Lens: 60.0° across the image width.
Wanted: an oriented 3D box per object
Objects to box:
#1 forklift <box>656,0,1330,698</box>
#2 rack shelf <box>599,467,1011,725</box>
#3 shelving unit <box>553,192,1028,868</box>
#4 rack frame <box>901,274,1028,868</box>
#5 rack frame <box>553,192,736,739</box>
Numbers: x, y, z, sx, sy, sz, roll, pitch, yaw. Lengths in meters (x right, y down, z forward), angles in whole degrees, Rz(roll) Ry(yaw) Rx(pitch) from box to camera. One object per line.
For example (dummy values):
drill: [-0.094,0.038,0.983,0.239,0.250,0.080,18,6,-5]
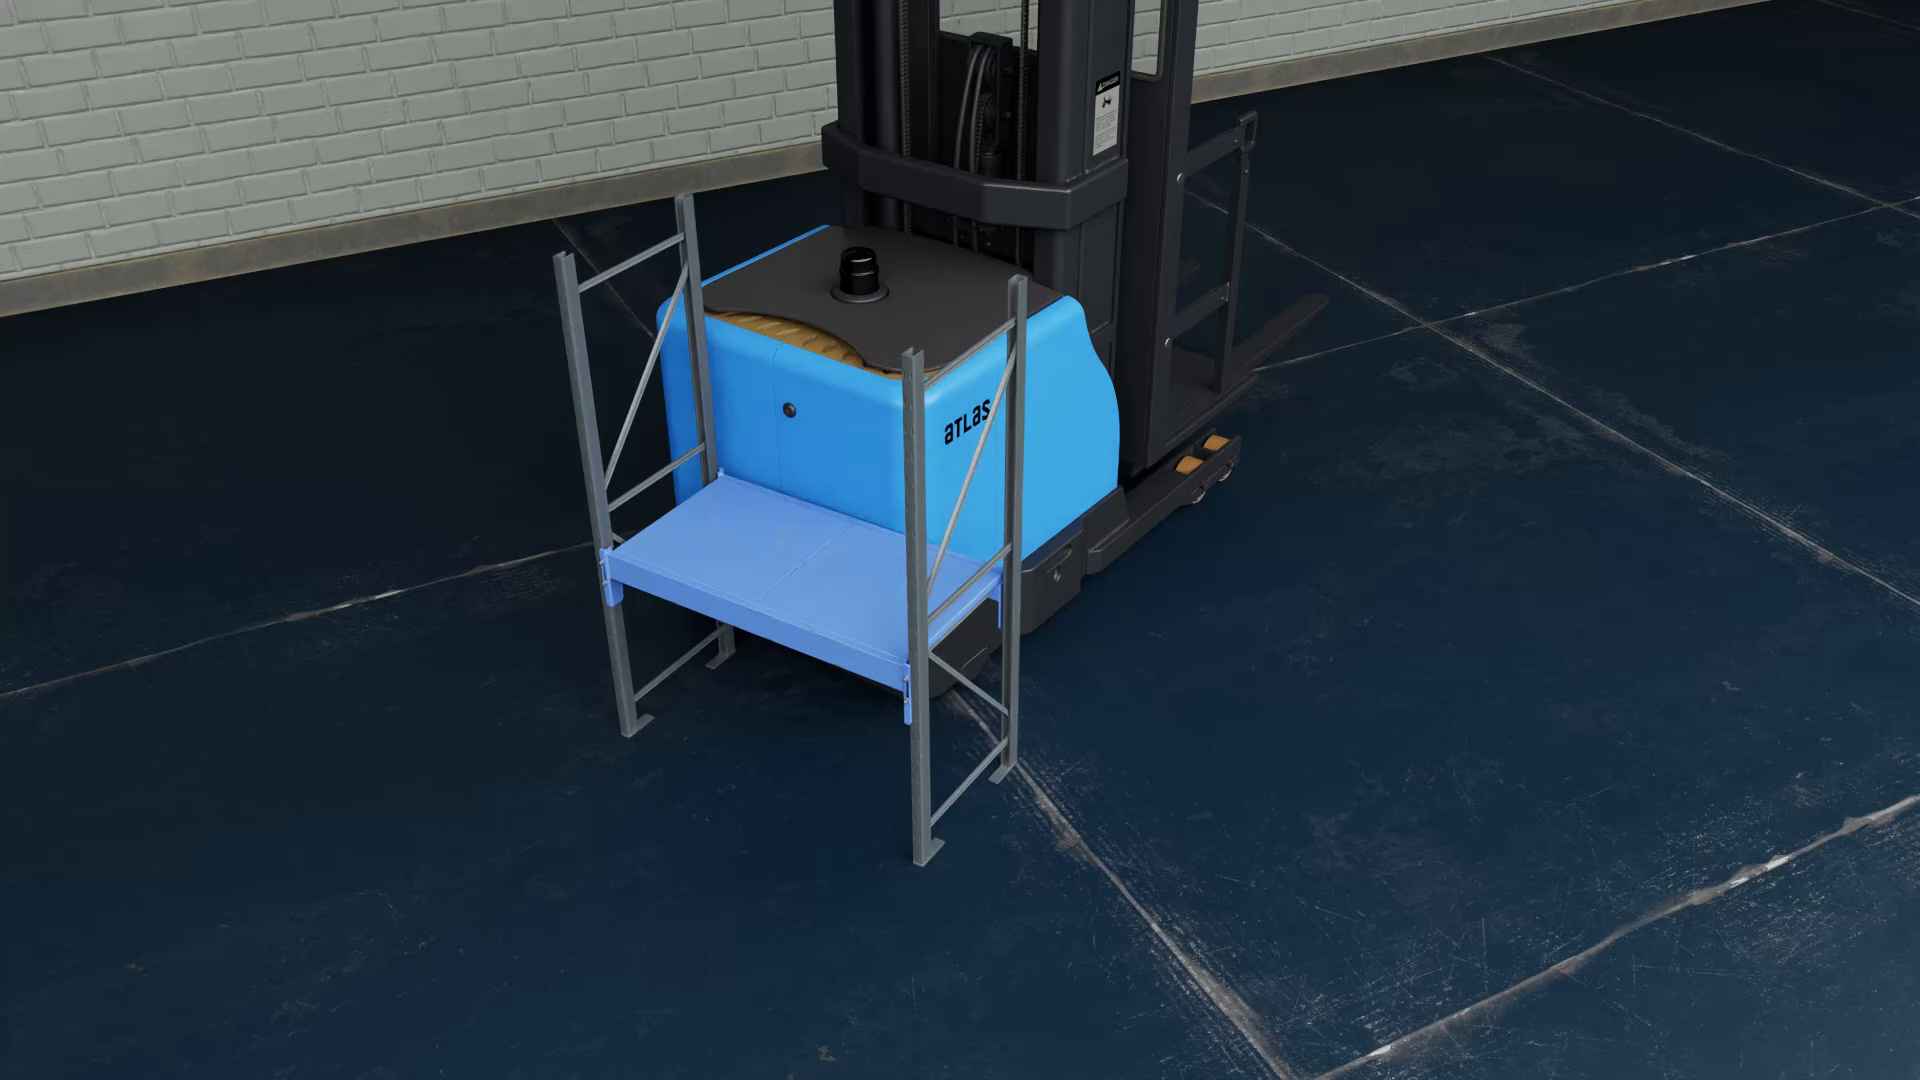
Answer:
forklift: [0.371,-1.506,5.384,1.130,2.935,3.031,22,39,30]
rack shelf: [-0.414,0.125,4.497,1.000,0.185,0.538,18,37,26]
shelving unit: [-0.414,-0.026,4.399,1.048,1.500,0.538,18,37,26]
rack frame: [0.018,0.118,4.174,0.032,1.500,0.500,18,37,26]
rack frame: [-0.847,-0.171,4.624,0.032,1.500,0.500,18,37,26]
